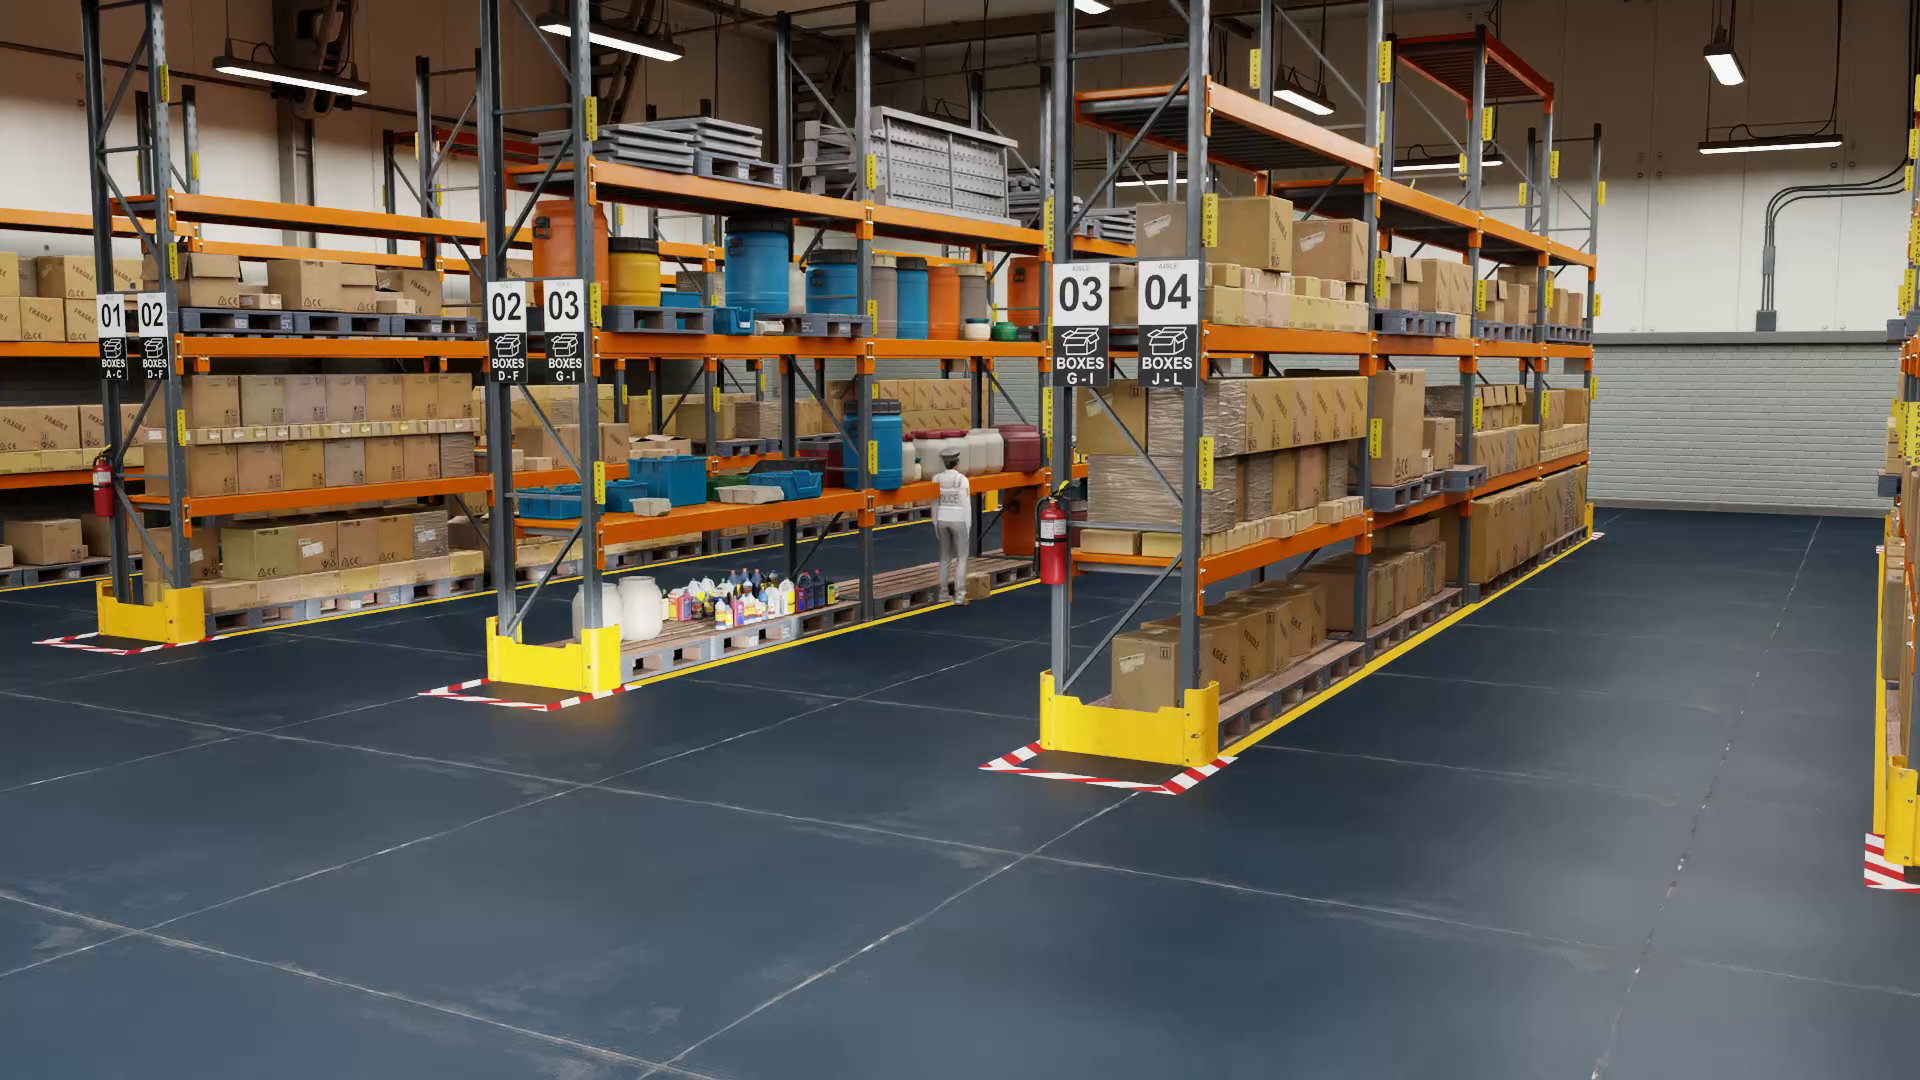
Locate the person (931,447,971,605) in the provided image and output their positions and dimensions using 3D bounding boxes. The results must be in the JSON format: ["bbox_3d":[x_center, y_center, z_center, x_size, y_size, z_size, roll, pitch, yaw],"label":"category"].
[{"bbox_3d":[-0.084,-0.142,17.769,0.466,1.707,0.342,4,7,30],"label":"person"}]
